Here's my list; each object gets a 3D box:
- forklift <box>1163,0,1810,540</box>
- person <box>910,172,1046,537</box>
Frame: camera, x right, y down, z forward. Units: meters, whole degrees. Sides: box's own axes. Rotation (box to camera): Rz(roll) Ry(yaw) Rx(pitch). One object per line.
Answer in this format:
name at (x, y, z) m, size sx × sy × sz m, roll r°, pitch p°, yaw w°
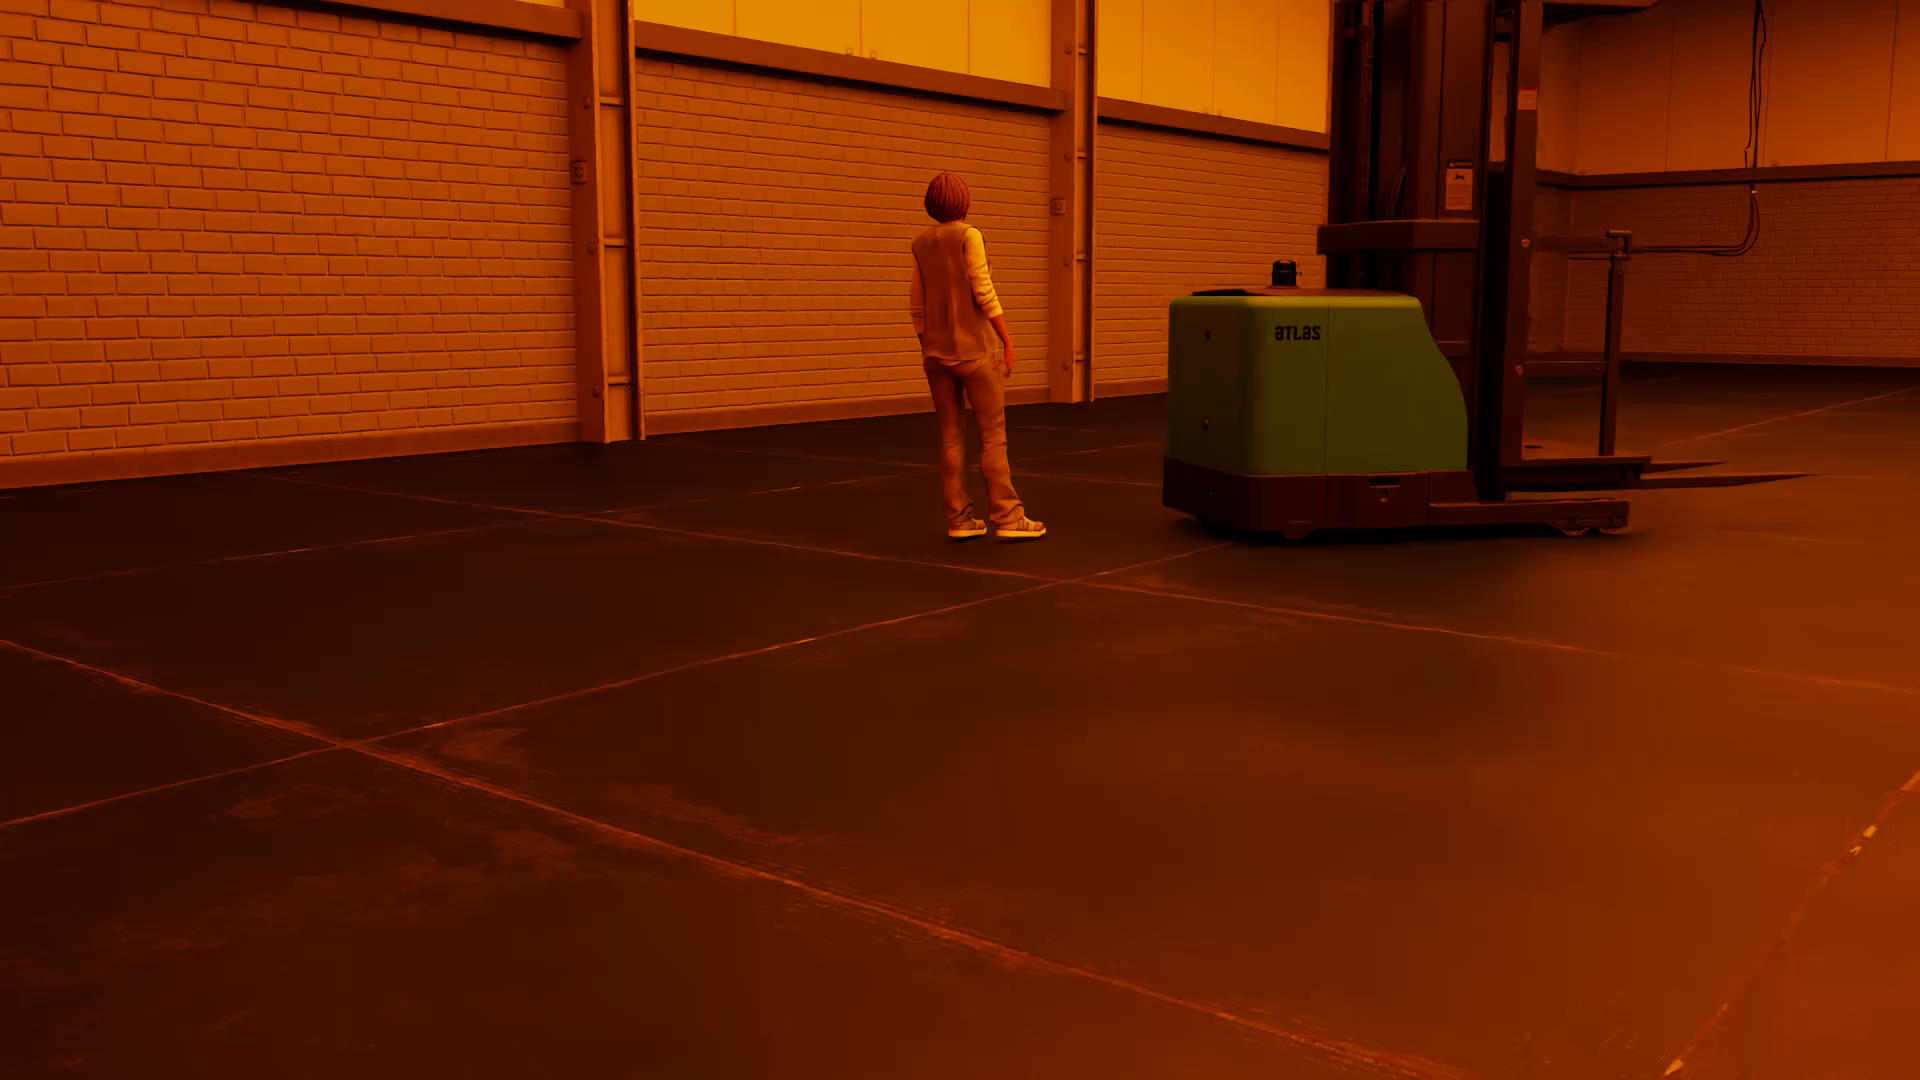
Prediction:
forklift at (2.557, -1.539, 7.801) m, size 3.031 × 2.935 × 1.130 m, roll -2°, pitch 9°, yaw -14°
person at (0.058, -0.804, 7.337) m, size 0.521 × 1.599 × 0.473 m, roll 7°, pitch 11°, yaw 38°
